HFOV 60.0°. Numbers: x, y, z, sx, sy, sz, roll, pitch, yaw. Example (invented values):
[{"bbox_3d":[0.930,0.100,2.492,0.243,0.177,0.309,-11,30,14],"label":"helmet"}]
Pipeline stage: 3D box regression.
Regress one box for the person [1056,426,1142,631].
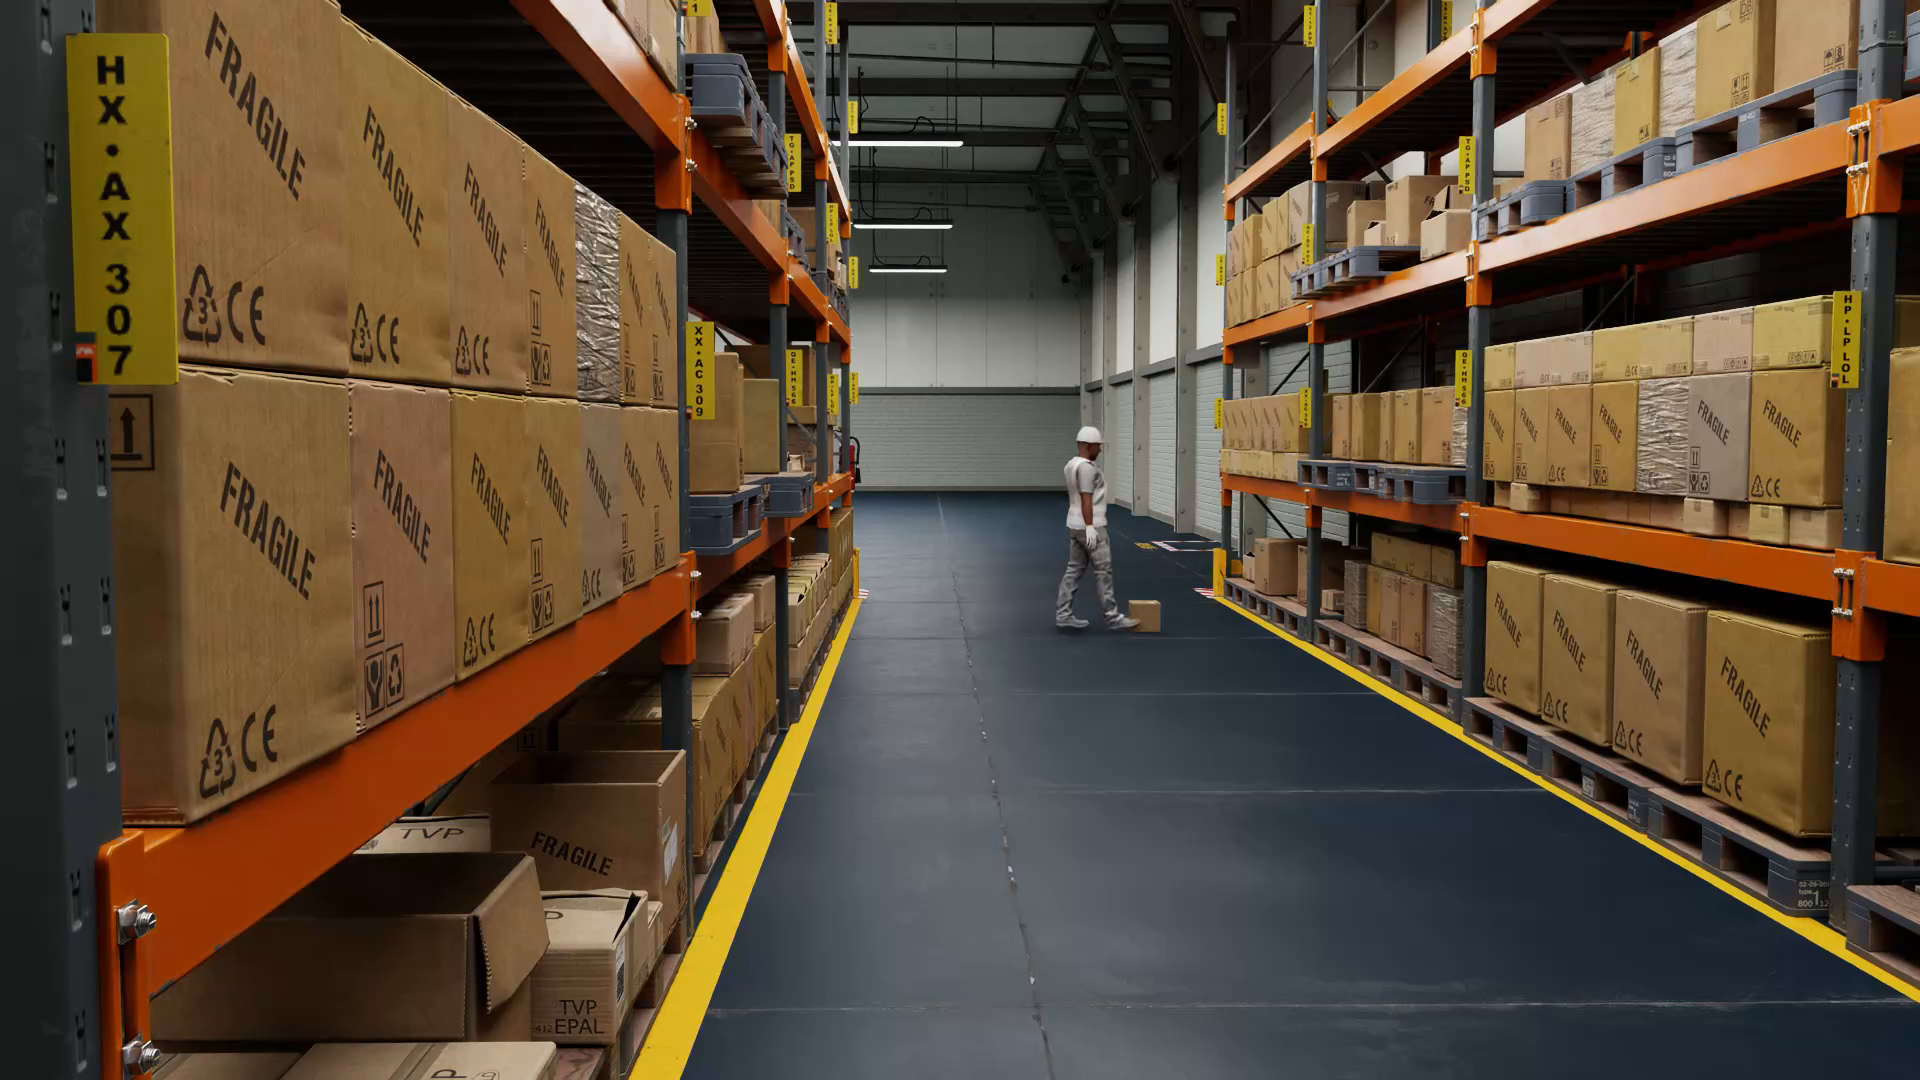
[{"bbox_3d":[1.208,-0.101,14.516,0.712,1.778,0.592,-1,4,-9],"label":"person"}]
